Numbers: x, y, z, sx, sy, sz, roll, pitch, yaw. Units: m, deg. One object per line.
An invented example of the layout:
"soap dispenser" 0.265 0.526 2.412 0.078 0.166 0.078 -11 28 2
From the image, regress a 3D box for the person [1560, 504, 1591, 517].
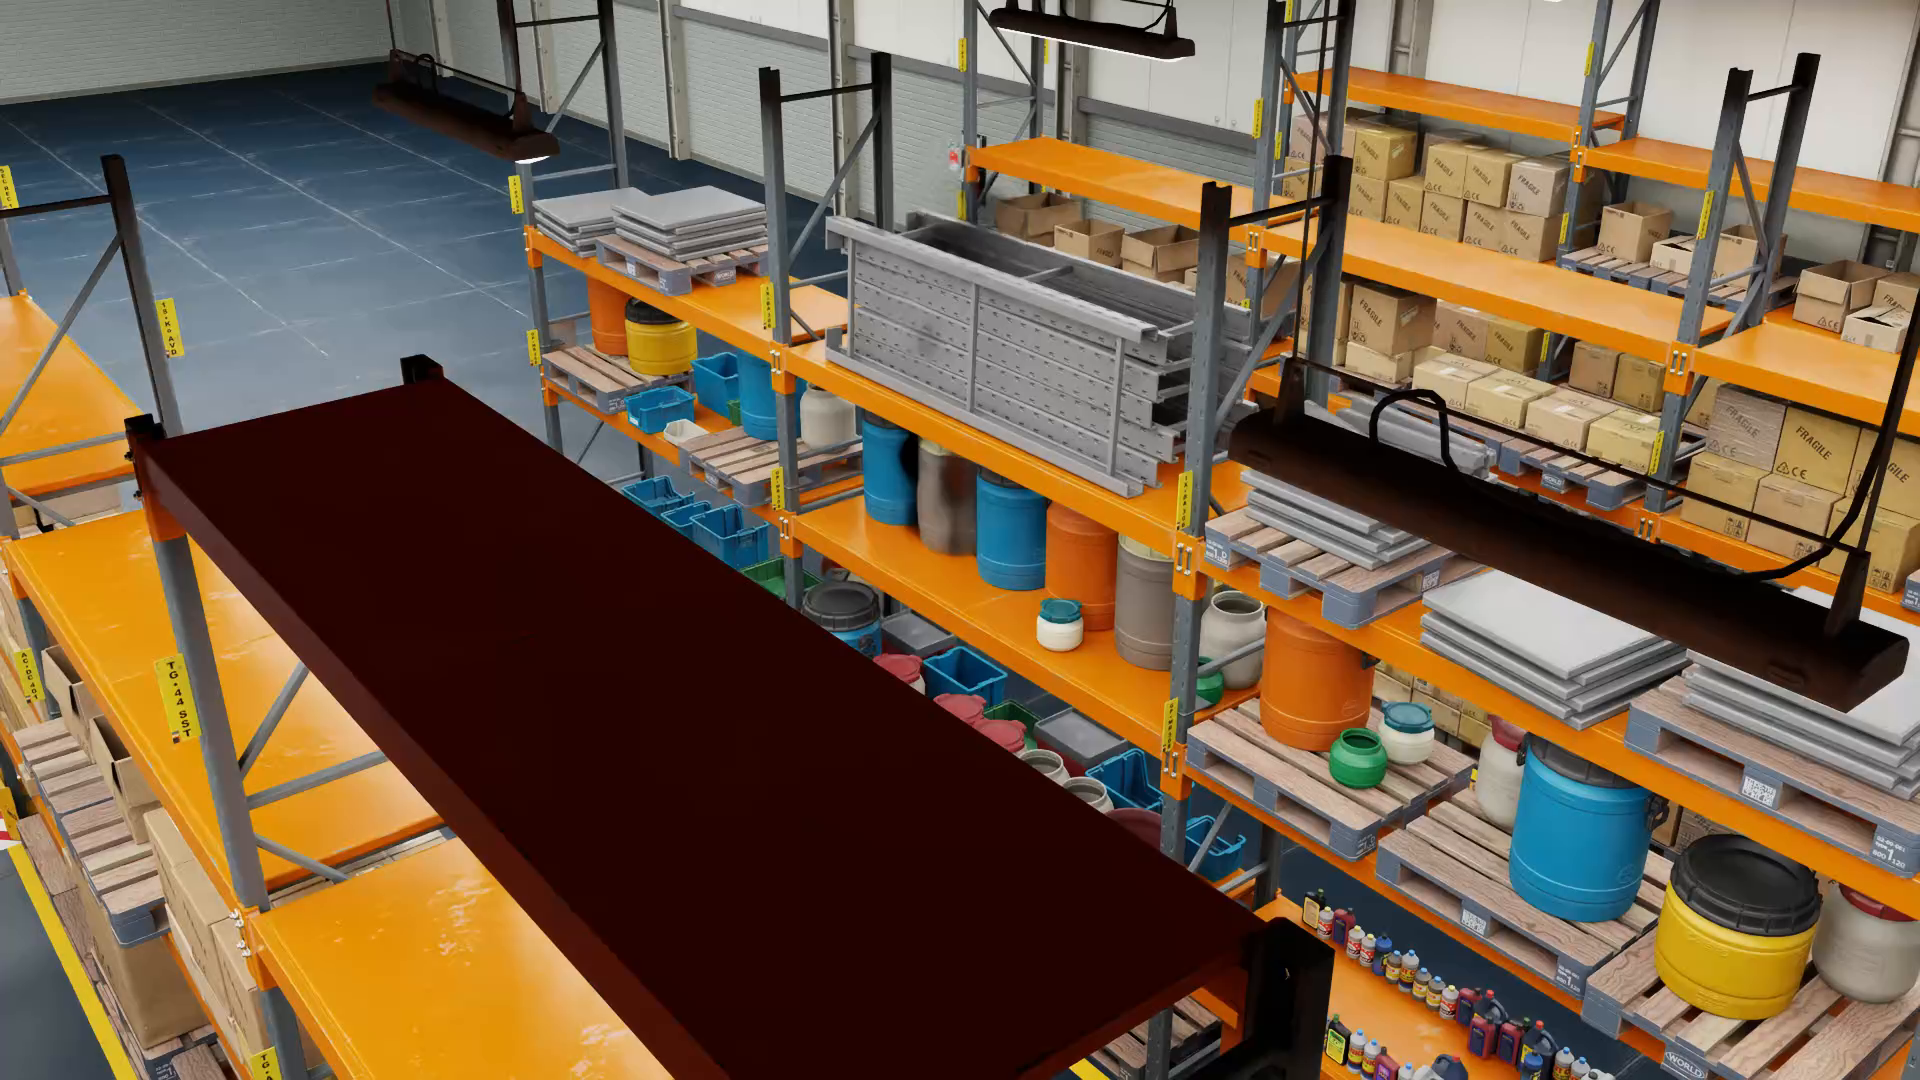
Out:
"person" 5.692 0.394 15.600 0.761 1.693 0.627 23 34 38

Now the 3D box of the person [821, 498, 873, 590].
"person" -0.993 0.398 15.581 0.674 1.719 0.863 -18 31 -32
